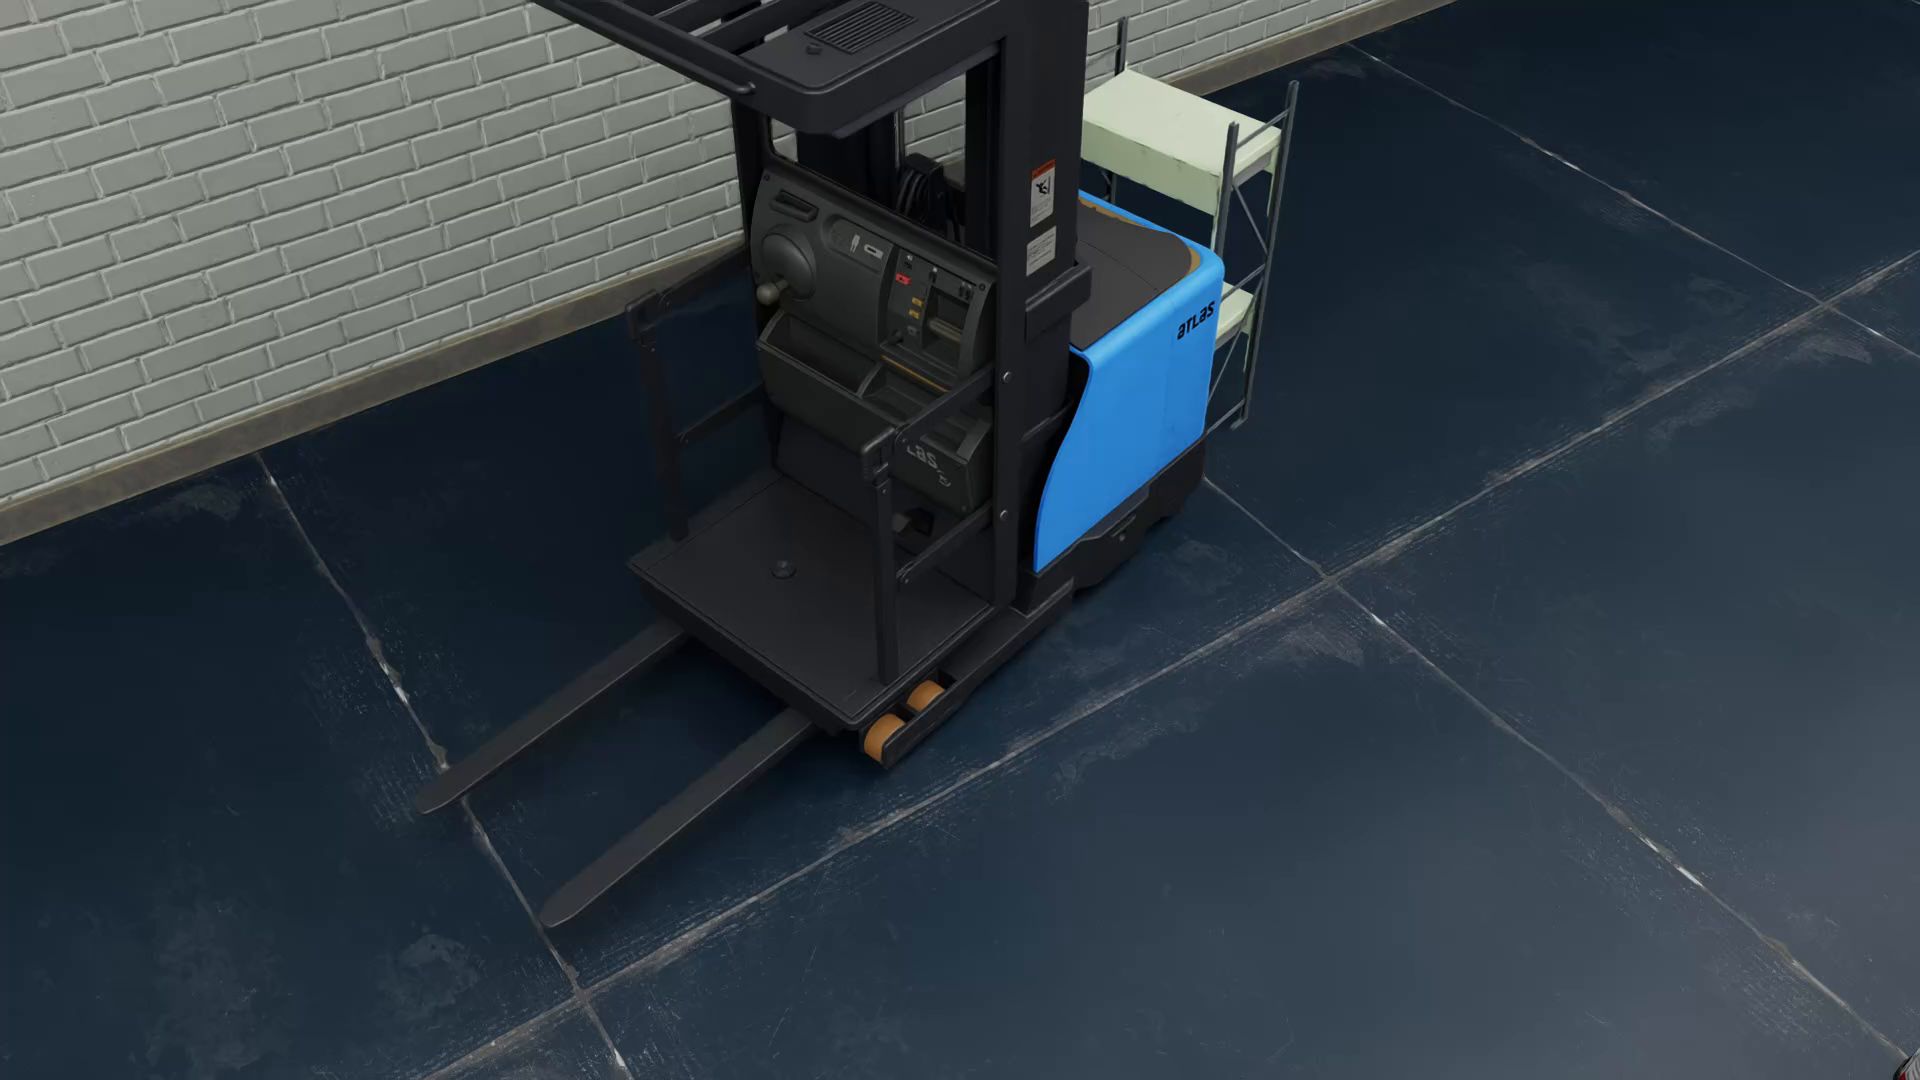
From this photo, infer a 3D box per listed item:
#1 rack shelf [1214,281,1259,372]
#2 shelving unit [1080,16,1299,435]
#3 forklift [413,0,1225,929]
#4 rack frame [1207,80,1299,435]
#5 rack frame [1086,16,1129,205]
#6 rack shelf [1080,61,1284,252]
[{"bbox_3d":[0.754,-0.867,6.544,0.720,0.370,0.431,31,52,28],"label":"rack shelf"},{"bbox_3d":[0.754,-1.103,6.319,0.755,1.500,0.431,31,52,28],"label":"shelving unit"},{"bbox_3d":[-0.422,-0.721,4.883,1.130,2.935,3.031,31,52,29],"label":"forklift"},{"bbox_3d":[1.031,-0.937,6.145,0.023,1.500,0.400,31,52,28],"label":"rack frame"},{"bbox_3d":[0.478,-1.268,6.492,0.023,1.500,0.400,31,52,28],"label":"rack frame"},{"bbox_3d":[0.754,-1.385,6.049,0.720,0.370,0.431,31,52,28],"label":"rack shelf"}]
